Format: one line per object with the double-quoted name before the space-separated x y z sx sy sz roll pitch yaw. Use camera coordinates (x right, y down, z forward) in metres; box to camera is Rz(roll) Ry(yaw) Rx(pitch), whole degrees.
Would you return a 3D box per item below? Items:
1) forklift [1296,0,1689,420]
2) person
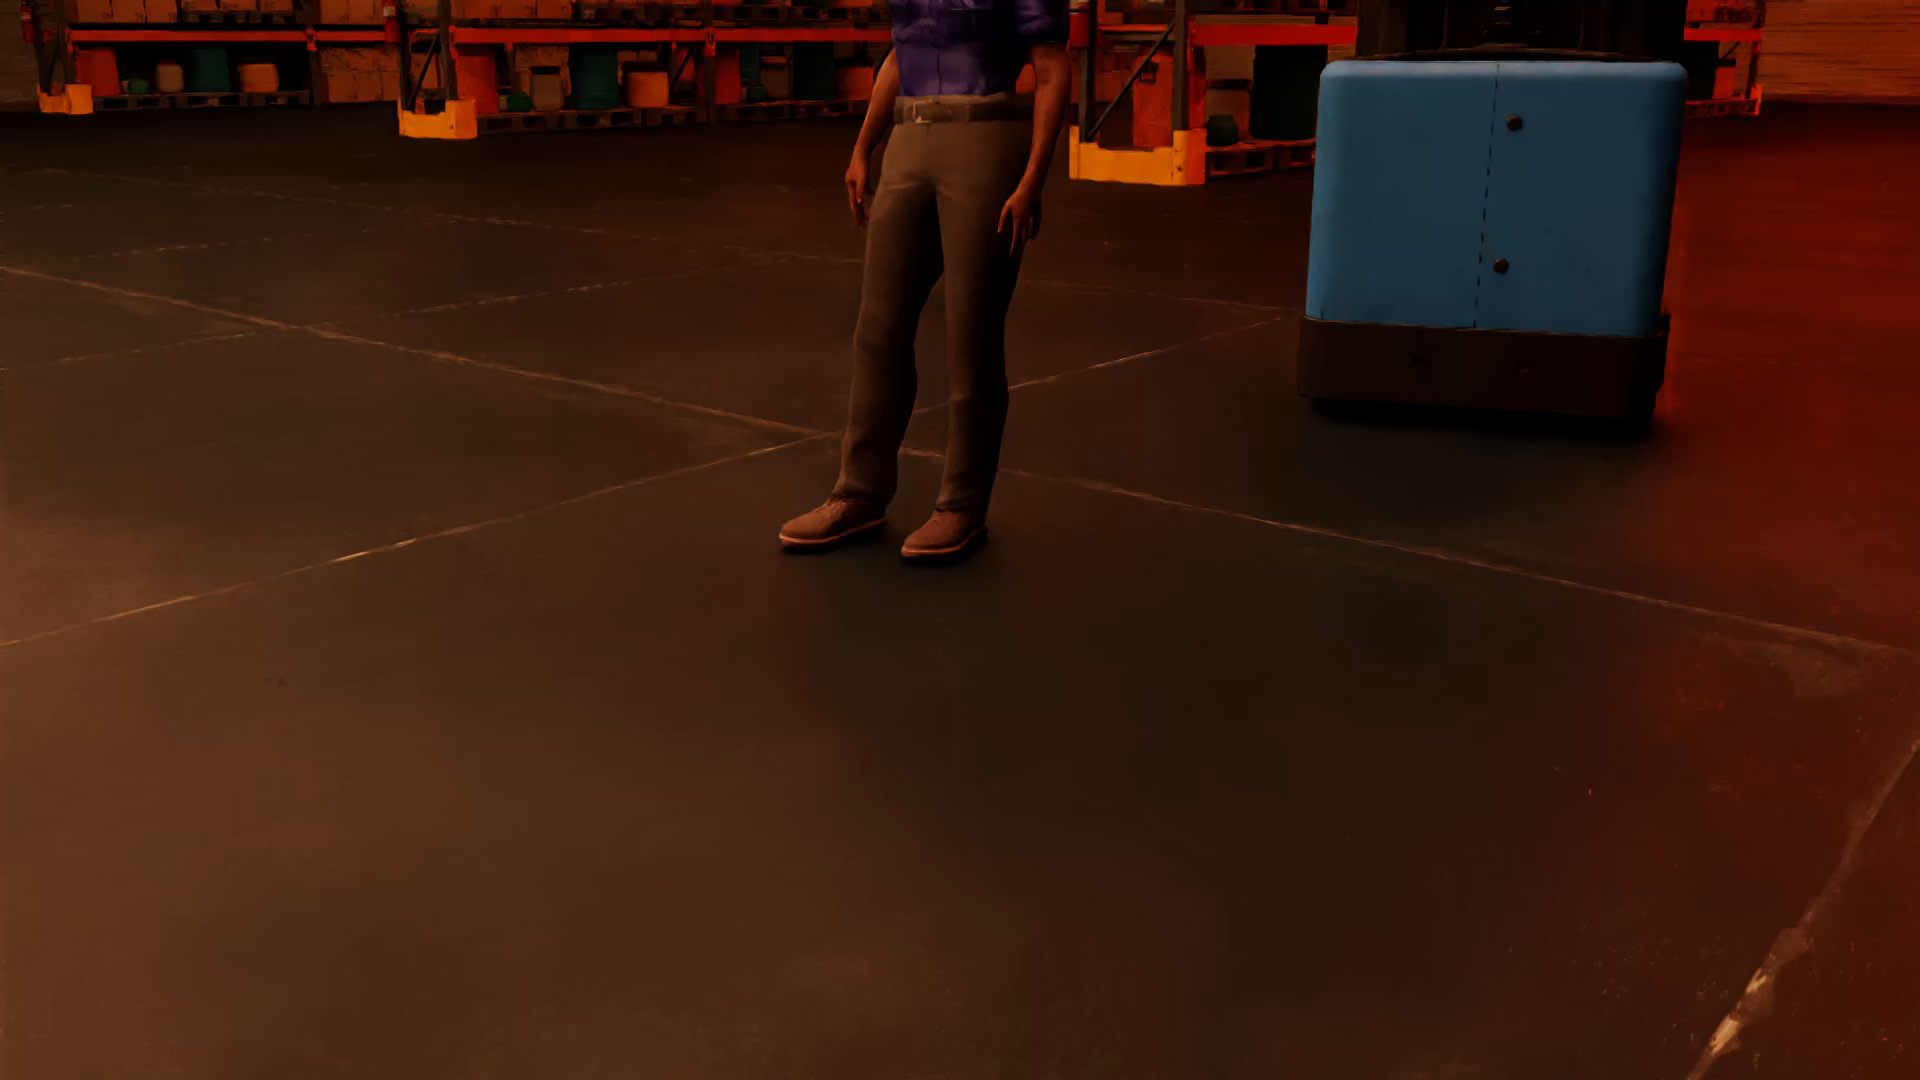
"forklift" 2.031 -2.145 5.962 1.130 2.935 3.031 6 18 19
"person" -0.071 -0.783 3.647 0.570 1.654 0.503 13 21 37
